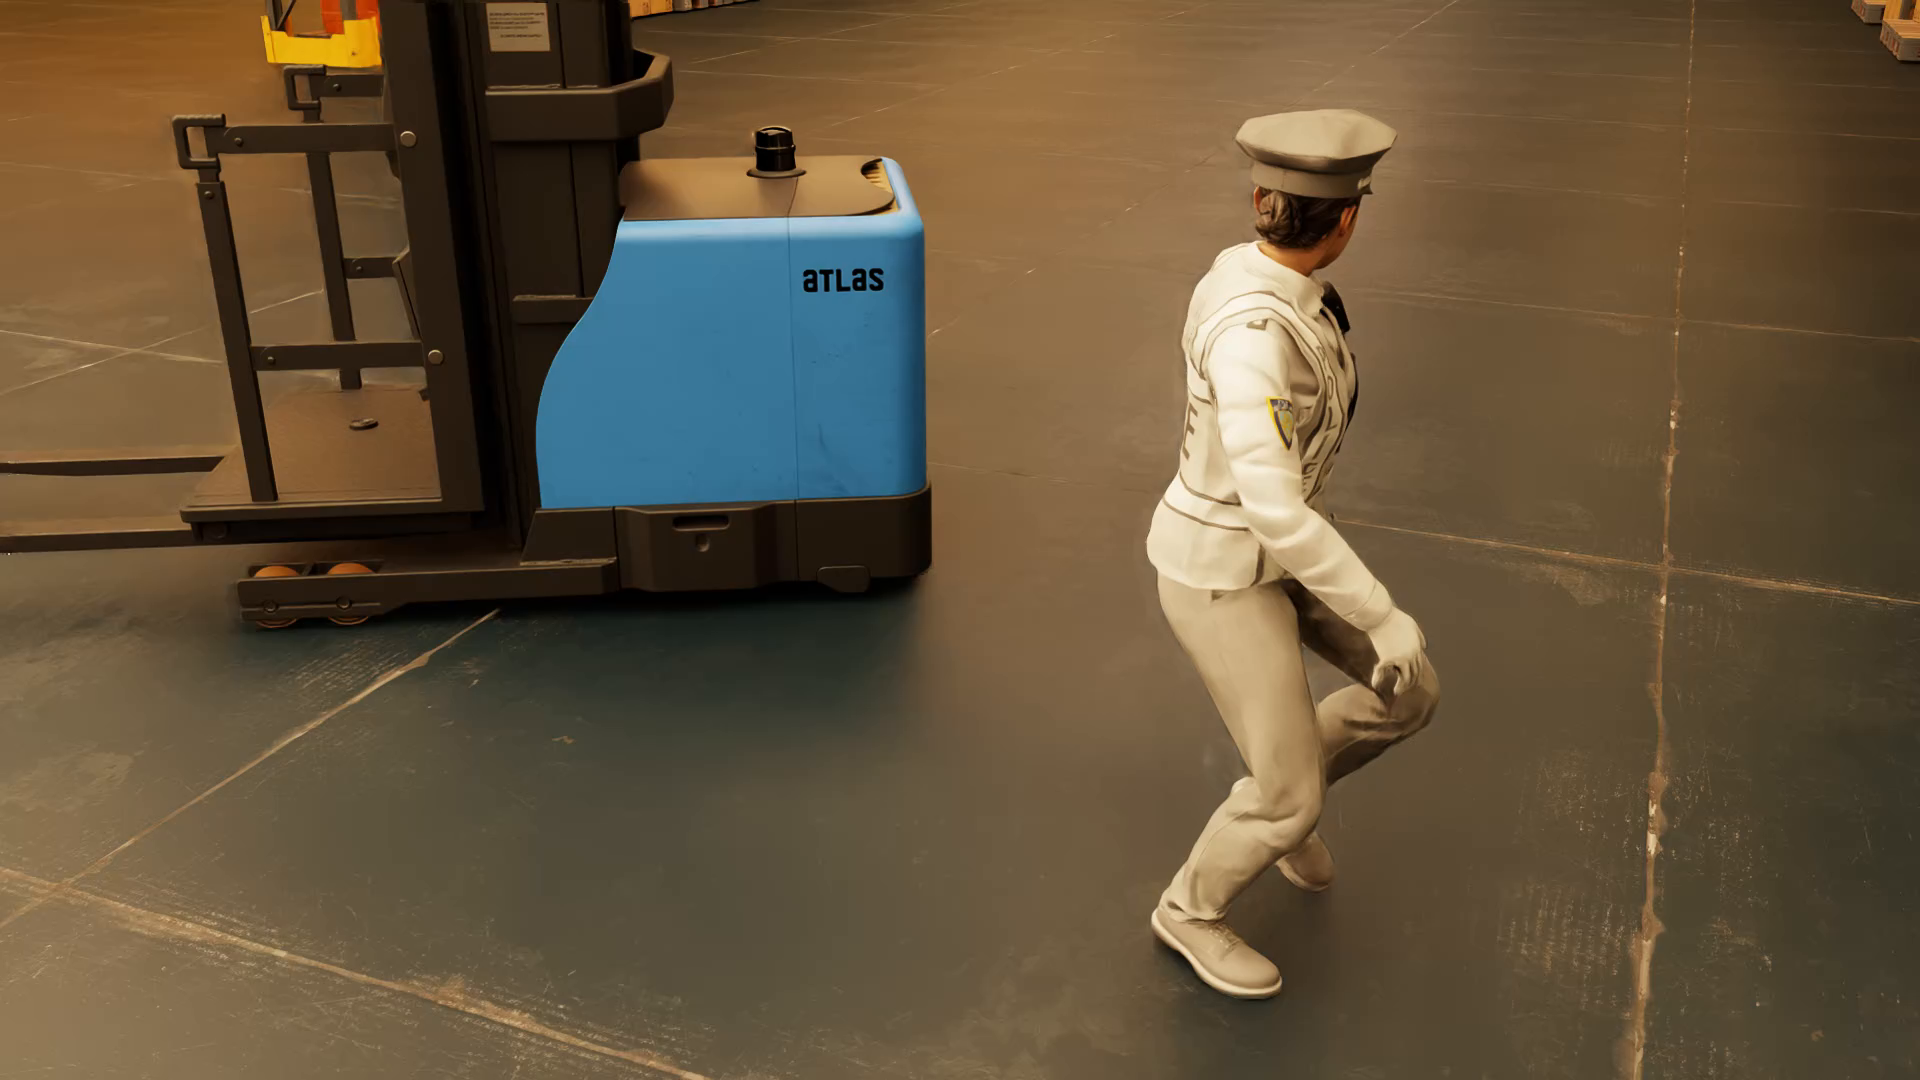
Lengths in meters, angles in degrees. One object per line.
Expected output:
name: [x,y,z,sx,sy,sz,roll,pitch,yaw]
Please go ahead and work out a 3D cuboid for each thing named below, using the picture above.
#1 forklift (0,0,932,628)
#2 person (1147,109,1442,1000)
forklift: [-1.631,-1.326,4.466,3.031,2.935,1.130,-2,23,-5]
person: [0.572,0.048,2.955,0.615,1.575,0.703,12,26,27]
